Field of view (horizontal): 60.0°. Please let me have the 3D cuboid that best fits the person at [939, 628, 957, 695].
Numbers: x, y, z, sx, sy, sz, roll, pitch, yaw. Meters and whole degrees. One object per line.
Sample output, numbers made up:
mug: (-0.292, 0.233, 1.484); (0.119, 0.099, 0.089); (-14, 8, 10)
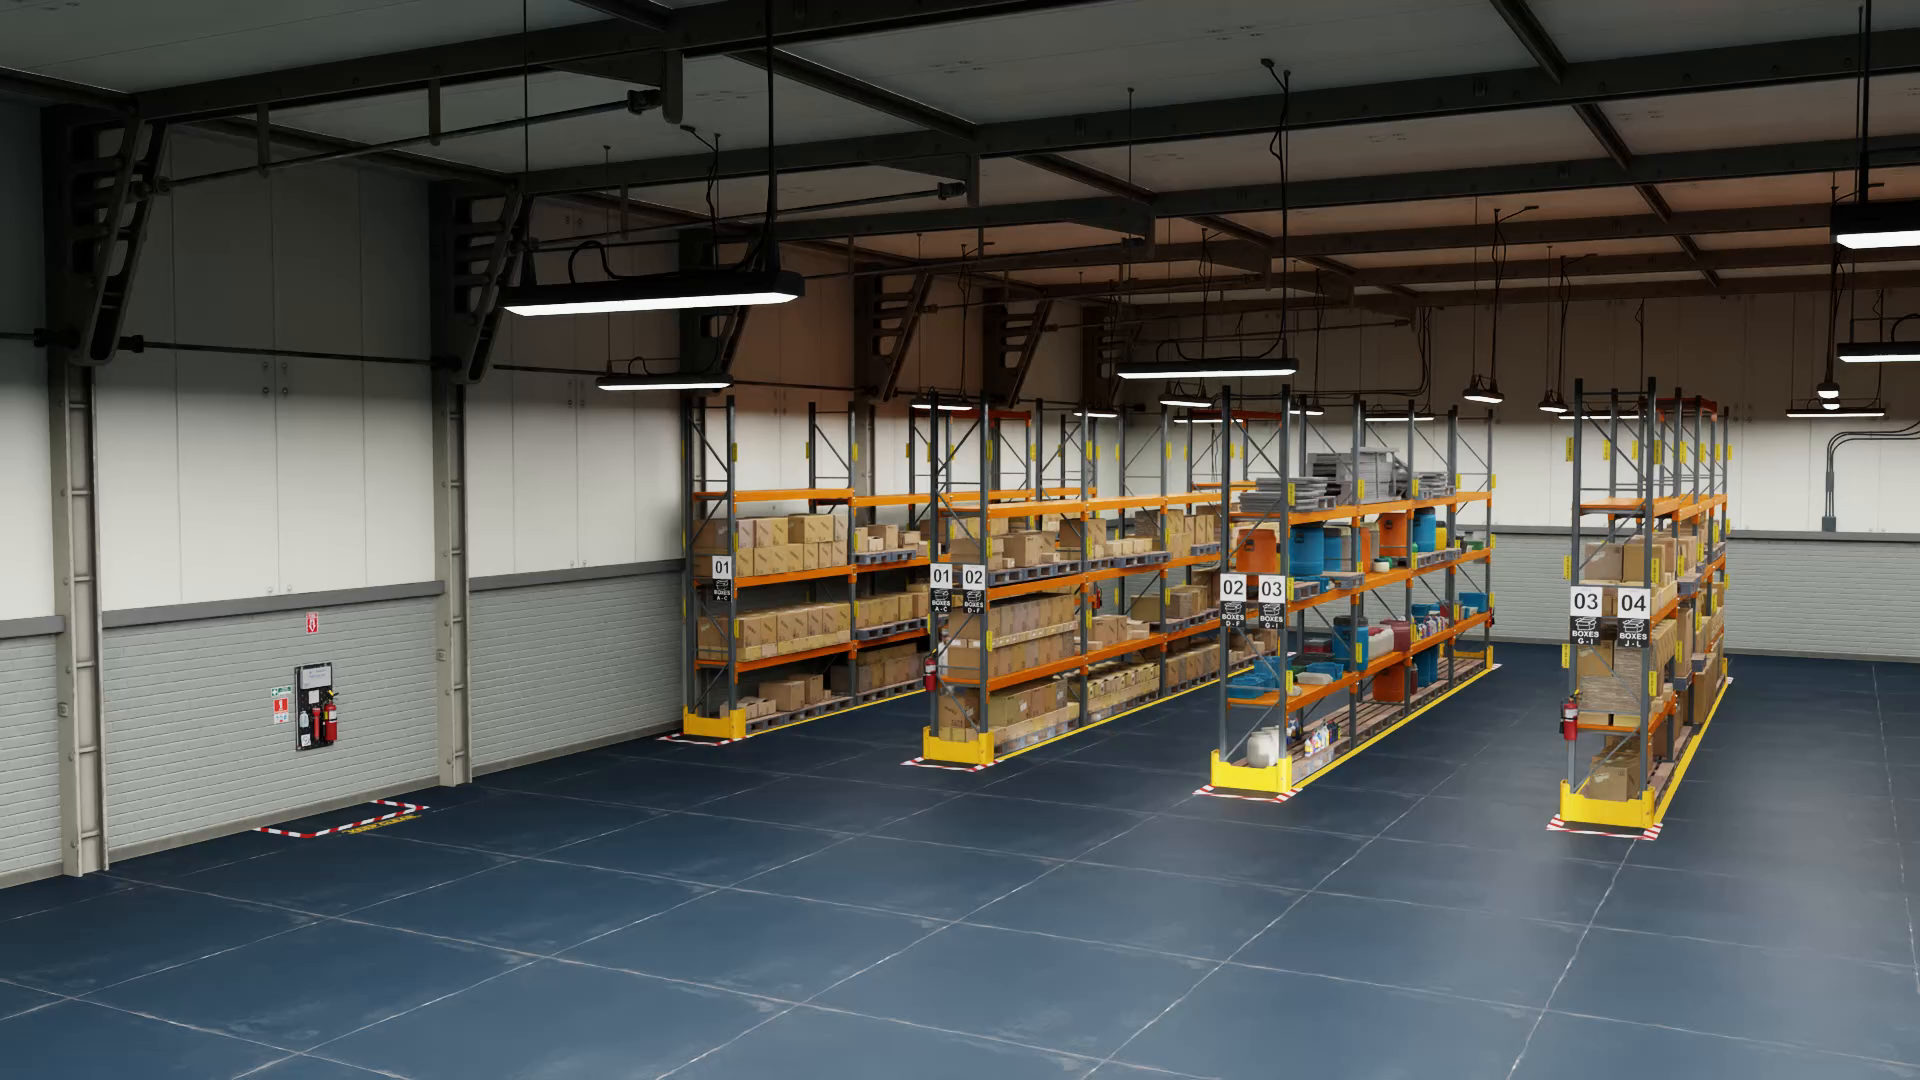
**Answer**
person: (-0.251, 2.499, 30.658); (0.623, 1.744, 0.800); (2, 4, 38)
